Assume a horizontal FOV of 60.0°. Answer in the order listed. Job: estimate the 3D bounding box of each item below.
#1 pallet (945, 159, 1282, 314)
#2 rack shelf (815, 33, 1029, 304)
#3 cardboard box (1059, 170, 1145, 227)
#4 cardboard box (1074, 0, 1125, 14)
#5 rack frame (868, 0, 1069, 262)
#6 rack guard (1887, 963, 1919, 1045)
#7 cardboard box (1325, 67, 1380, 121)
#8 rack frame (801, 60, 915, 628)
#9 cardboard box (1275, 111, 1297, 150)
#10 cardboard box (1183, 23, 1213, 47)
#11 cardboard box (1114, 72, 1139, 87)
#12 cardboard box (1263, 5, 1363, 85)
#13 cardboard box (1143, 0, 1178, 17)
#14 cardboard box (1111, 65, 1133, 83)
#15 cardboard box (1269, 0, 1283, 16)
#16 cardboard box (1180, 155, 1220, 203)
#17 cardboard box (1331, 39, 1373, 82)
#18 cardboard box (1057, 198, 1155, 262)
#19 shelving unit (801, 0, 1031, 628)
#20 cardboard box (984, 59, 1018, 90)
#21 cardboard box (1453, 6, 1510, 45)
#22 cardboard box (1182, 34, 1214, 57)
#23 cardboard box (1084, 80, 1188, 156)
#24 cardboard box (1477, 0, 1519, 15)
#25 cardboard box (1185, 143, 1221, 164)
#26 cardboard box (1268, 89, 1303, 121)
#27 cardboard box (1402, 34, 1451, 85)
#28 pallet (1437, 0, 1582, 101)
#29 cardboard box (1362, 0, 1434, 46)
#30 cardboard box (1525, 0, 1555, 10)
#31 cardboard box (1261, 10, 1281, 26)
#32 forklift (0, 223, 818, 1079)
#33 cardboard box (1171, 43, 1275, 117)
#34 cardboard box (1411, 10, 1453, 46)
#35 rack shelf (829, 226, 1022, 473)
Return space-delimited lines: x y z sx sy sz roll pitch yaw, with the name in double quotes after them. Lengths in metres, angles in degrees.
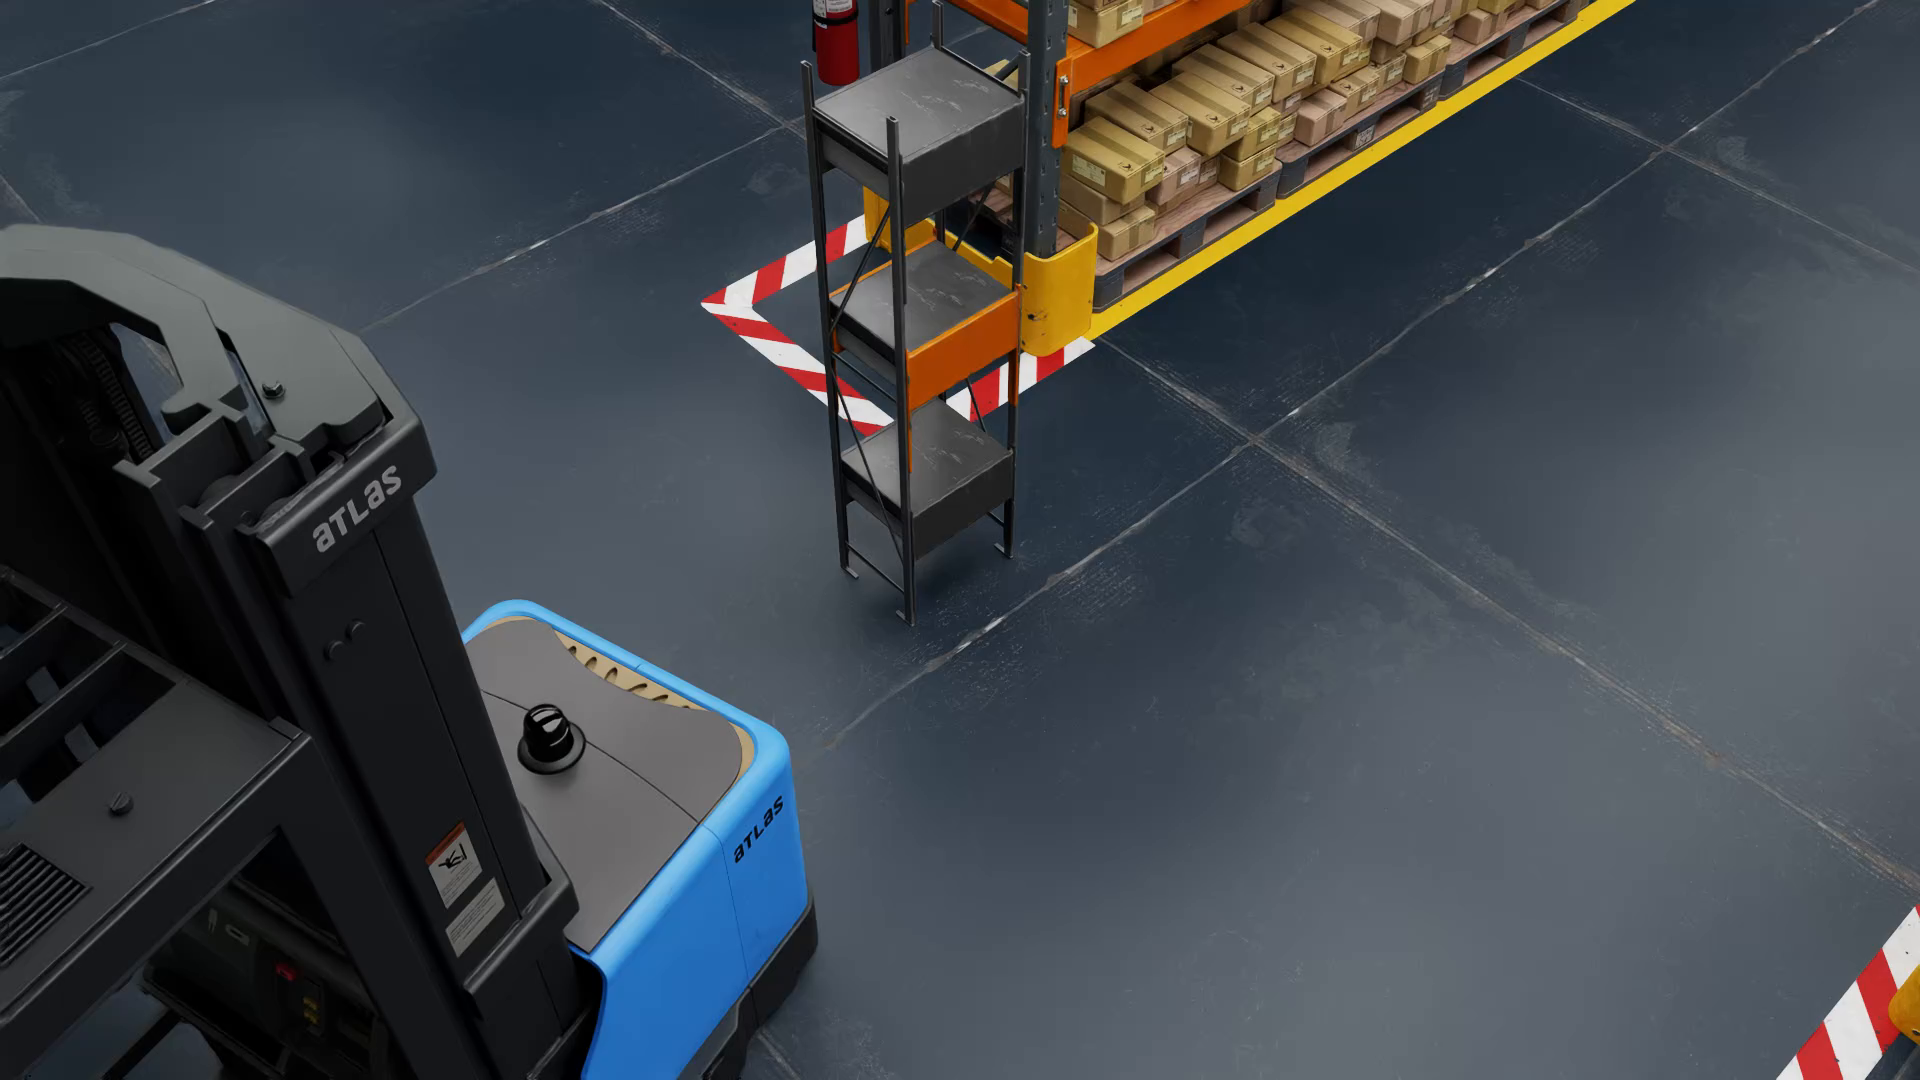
0.691 -1.602 7.585 1.213 0.211 1.003 -34 56 -27 "pallet"
-0.122 -1.096 4.898 0.480 0.518 0.431 -34 56 -27 "rack shelf"
0.570 -1.524 7.067 0.250 0.149 0.380 -32 55 -26 "cardboard box"
0.528 -2.334 6.092 0.500 0.500 0.500 -31 55 -26 "cardboard box"
0.010 -2.128 6.172 0.127 3.000 1.000 -34 56 -27 "rack frame"
3.254 1.479 4.545 0.348 0.500 1.175 -34 56 -27 "rack guard"
1.748 -2.160 7.856 0.250 0.149 0.380 -34 56 -27 "cardboard box"
-0.303 -0.510 5.291 0.015 2.100 0.400 -34 56 -27 "rack frame"
1.318 -1.933 7.647 0.250 0.149 0.380 -34 56 -27 "cardboard box"
0.957 -2.451 7.720 0.250 0.149 0.380 -32 55 -26 "cardboard box"
0.592 -2.078 7.578 0.250 0.149 0.380 -36 57 -28 "cardboard box"
1.586 -2.241 7.526 0.250 0.149 0.380 -33 55 -27 "cardboard box"
0.630 -2.173 6.385 0.250 0.149 0.380 -32 55 -26 "cardboard box"
0.562 -2.195 7.483 0.250 0.149 0.380 -35 56 -28 "cardboard box"
1.402 -2.666 7.918 0.250 0.149 0.380 -33 56 -27 "cardboard box"
0.930 -1.689 7.421 0.250 0.149 0.380 -33 55 -27 "cardboard box"
1.707 -2.333 7.813 0.250 0.149 0.380 -31 55 -26 "cardboard box"
0.613 -1.388 7.144 0.250 0.149 0.380 -33 55 -26 "cardboard box"
-0.122 -0.630 5.403 0.503 2.100 0.431 -34 56 -27 "shelving unit"
0.231 -1.905 7.216 0.250 0.149 0.380 -33 55 -27 "cardboard box"
2.508 -2.653 8.311 0.250 0.149 0.380 -36 57 -28 "cardboard box"
0.966 -2.341 7.821 0.250 0.149 0.380 -33 55 -27 "cardboard box"
0.749 -1.781 7.102 0.250 0.149 0.380 -33 55 -27 "cardboard box"
2.572 -2.771 8.217 0.250 0.149 0.380 -36 57 -28 "cardboard box"
0.932 -1.797 7.319 0.250 0.149 0.380 -33 55 -27 "cardboard box"
1.327 -2.048 7.550 0.380 0.149 0.250 36 57 29 "cardboard box"
2.143 -2.390 8.068 0.250 0.149 0.380 -34 56 -27 "cardboard box"
2.496 -2.808 8.698 1.213 0.211 1.003 -34 56 -27 "pallet"
1.966 -2.480 7.747 0.250 0.149 0.380 -36 57 -28 "cardboard box"
2.908 -2.902 8.541 0.250 0.149 0.380 -33 55 -27 "cardboard box"
1.353 -2.609 8.068 0.250 0.149 0.380 -33 55 -27 "cardboard box"
-1.628 0.986 3.346 1.130 2.935 3.031 24 52 21 "forklift"
1.149 -2.004 7.307 0.380 0.149 0.250 36 57 29 "cardboard box"
2.145 -2.563 8.026 0.250 0.149 0.380 -32 55 -26 "cardboard box"
-0.122 -0.621 5.413 0.480 0.518 0.431 -34 56 -27 "rack shelf"
